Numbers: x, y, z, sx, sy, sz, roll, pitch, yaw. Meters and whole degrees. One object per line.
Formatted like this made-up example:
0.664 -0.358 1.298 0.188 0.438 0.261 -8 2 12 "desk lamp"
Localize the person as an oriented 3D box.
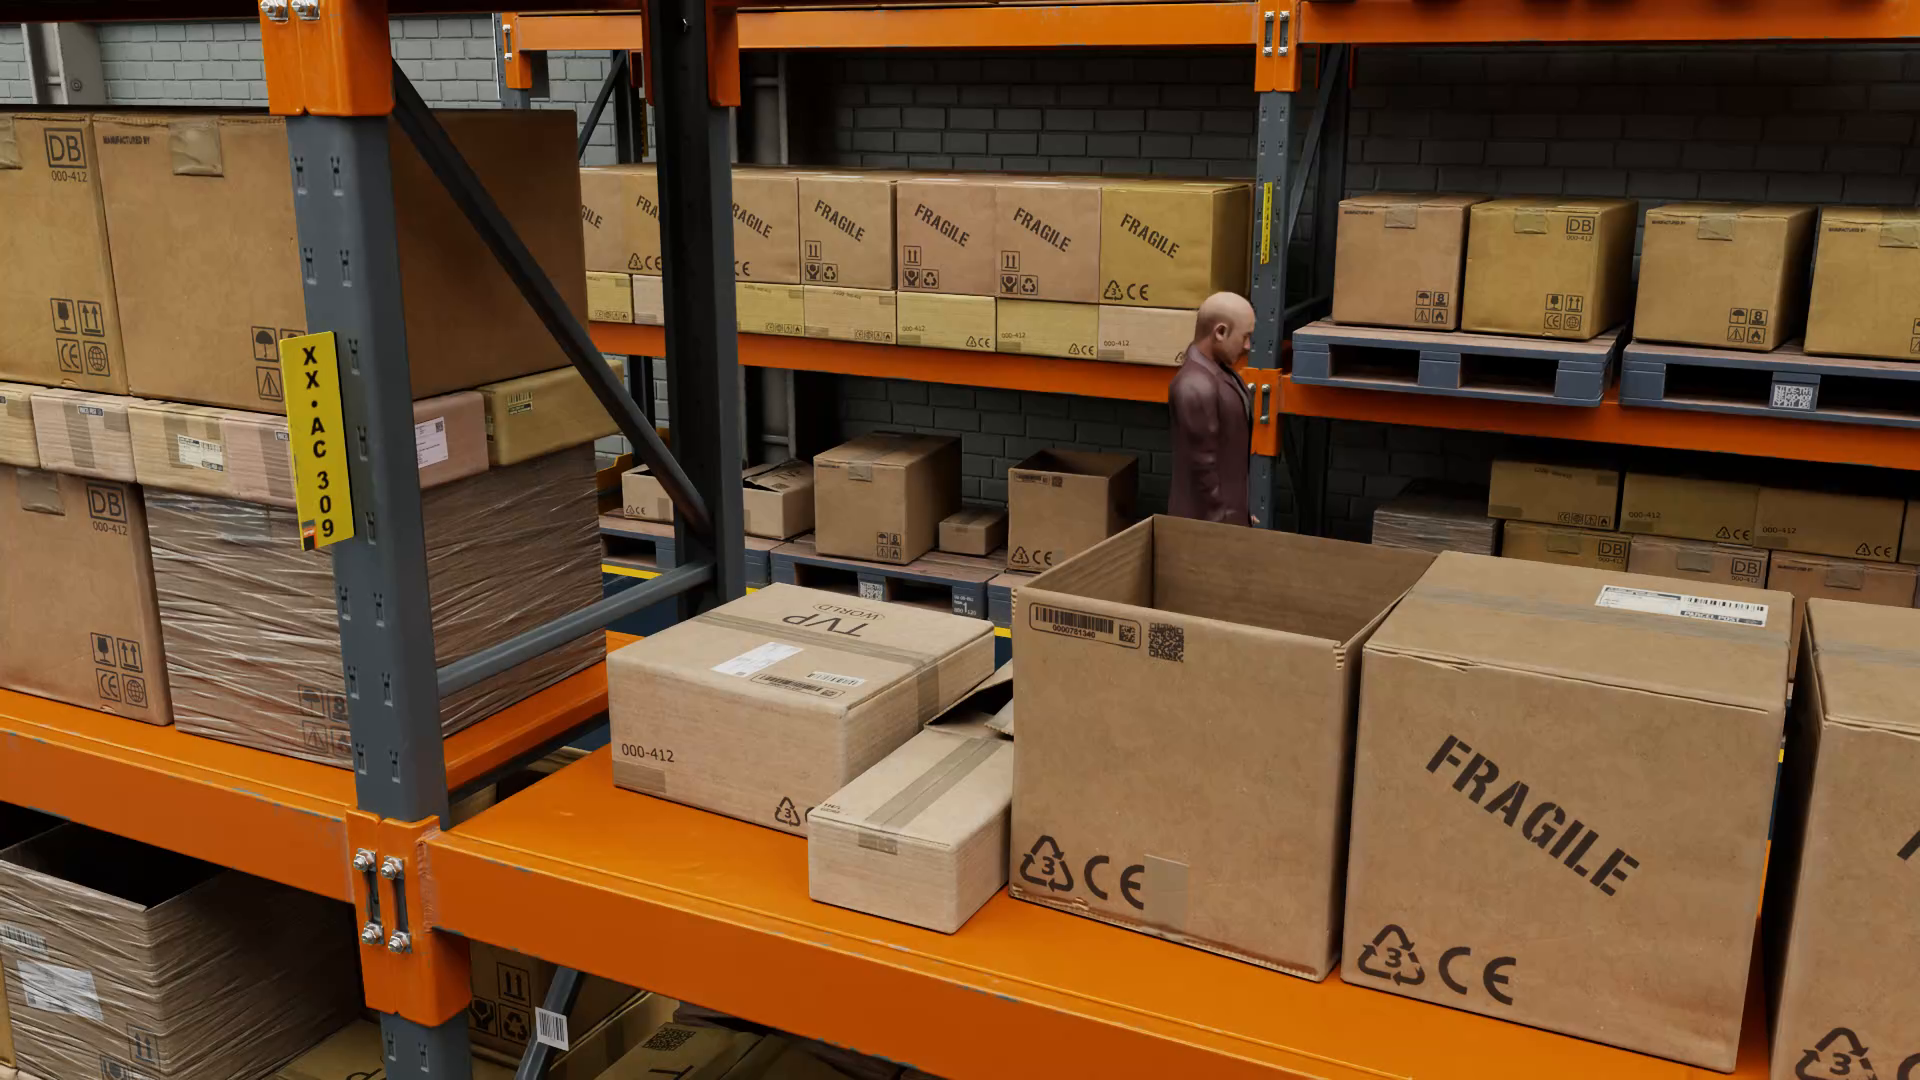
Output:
0.959 -0.044 6.248 0.379 1.770 0.565 4 16 13 "person"
